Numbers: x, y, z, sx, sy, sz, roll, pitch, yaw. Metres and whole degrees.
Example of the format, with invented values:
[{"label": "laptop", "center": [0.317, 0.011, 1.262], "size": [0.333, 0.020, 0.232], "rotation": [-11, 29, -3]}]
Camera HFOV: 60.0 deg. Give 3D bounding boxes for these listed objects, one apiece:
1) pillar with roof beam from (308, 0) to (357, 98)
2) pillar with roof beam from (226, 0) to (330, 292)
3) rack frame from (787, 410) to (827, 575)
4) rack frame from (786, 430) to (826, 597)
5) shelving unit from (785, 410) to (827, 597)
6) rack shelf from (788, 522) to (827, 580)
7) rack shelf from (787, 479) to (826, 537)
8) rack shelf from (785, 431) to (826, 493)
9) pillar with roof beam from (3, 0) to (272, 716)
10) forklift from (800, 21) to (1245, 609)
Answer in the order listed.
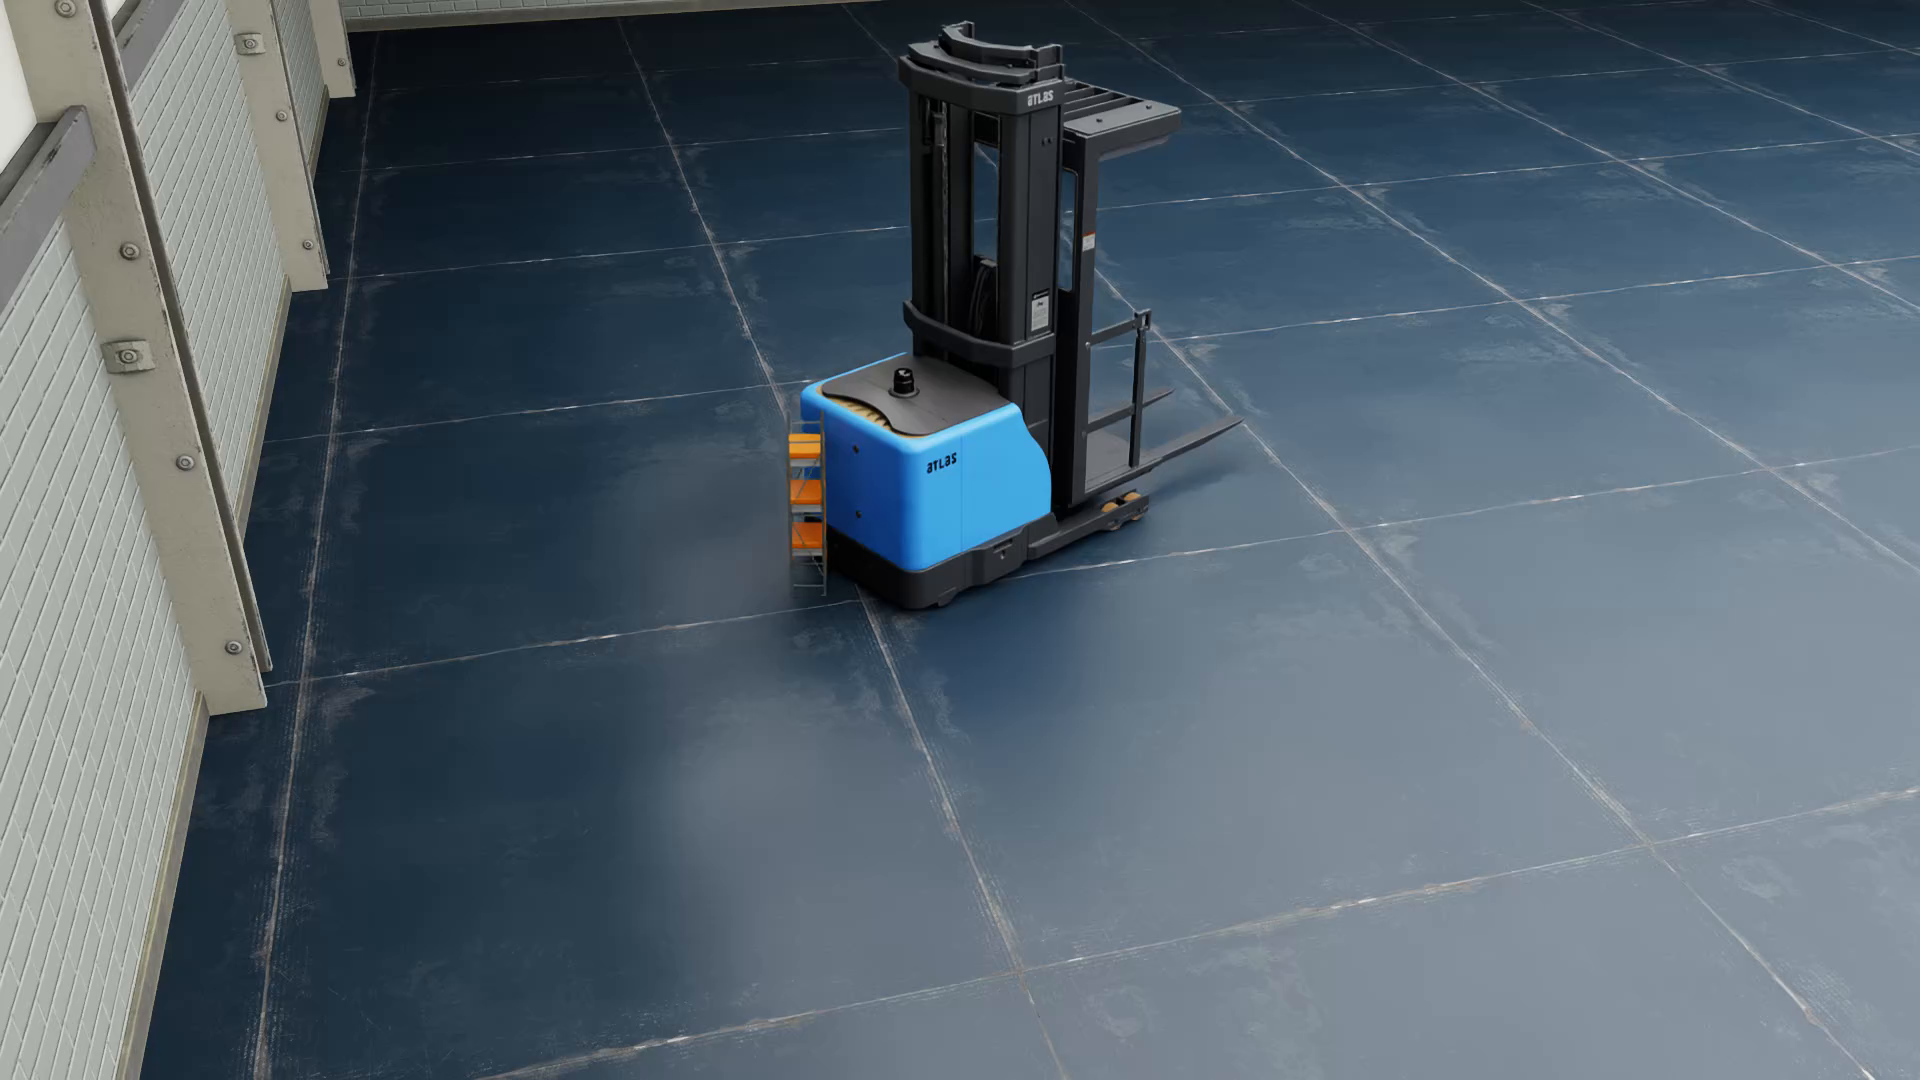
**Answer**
[{"label": "pillar with roof beam", "center": [-2.783, -9.483, 17.381], "size": [9.100, 9.000, 0.400], "rotation": [-8, 31, -13]}, {"label": "pillar with roof beam", "center": [-1.191, -6.585, 12.375], "size": [9.100, 9.000, 0.400], "rotation": [-8, 31, -13]}, {"label": "rack frame", "center": [-0.861, -0.256, 9.369], "size": [0.200, 1.050, 0.008], "rotation": [-1, 30, -4]}, {"label": "rack frame", "center": [-0.845, -0.134, 9.159], "size": [0.200, 1.050, 0.008], "rotation": [-1, 30, -4]}, {"label": "shelving unit", "center": [-0.853, -0.195, 9.264], "size": [0.215, 1.050, 0.252], "rotation": [-1, 30, -4]}, {"label": "rack shelf", "center": [-0.860, 0.055, 9.408], "size": [0.215, 0.259, 0.240], "rotation": [-1, 30, -4]}, {"label": "rack shelf", "center": [-0.853, -0.185, 9.269], "size": [0.215, 0.259, 0.240], "rotation": [-1, 30, -4]}, {"label": "rack shelf", "center": [-0.846, -0.431, 9.127], "size": [0.215, 0.259, 0.240], "rotation": [-1, 30, -4]}, {"label": "pillar with roof beam", "center": [0.402, -3.687, 7.368], "size": [9.100, 9.000, 0.400], "rotation": [-8, 31, -13]}, {"label": "forklift", "center": [0.523, -1.502, 9.650], "size": [3.031, 2.935, 1.130], "rotation": [-24, 38, -35]}]
